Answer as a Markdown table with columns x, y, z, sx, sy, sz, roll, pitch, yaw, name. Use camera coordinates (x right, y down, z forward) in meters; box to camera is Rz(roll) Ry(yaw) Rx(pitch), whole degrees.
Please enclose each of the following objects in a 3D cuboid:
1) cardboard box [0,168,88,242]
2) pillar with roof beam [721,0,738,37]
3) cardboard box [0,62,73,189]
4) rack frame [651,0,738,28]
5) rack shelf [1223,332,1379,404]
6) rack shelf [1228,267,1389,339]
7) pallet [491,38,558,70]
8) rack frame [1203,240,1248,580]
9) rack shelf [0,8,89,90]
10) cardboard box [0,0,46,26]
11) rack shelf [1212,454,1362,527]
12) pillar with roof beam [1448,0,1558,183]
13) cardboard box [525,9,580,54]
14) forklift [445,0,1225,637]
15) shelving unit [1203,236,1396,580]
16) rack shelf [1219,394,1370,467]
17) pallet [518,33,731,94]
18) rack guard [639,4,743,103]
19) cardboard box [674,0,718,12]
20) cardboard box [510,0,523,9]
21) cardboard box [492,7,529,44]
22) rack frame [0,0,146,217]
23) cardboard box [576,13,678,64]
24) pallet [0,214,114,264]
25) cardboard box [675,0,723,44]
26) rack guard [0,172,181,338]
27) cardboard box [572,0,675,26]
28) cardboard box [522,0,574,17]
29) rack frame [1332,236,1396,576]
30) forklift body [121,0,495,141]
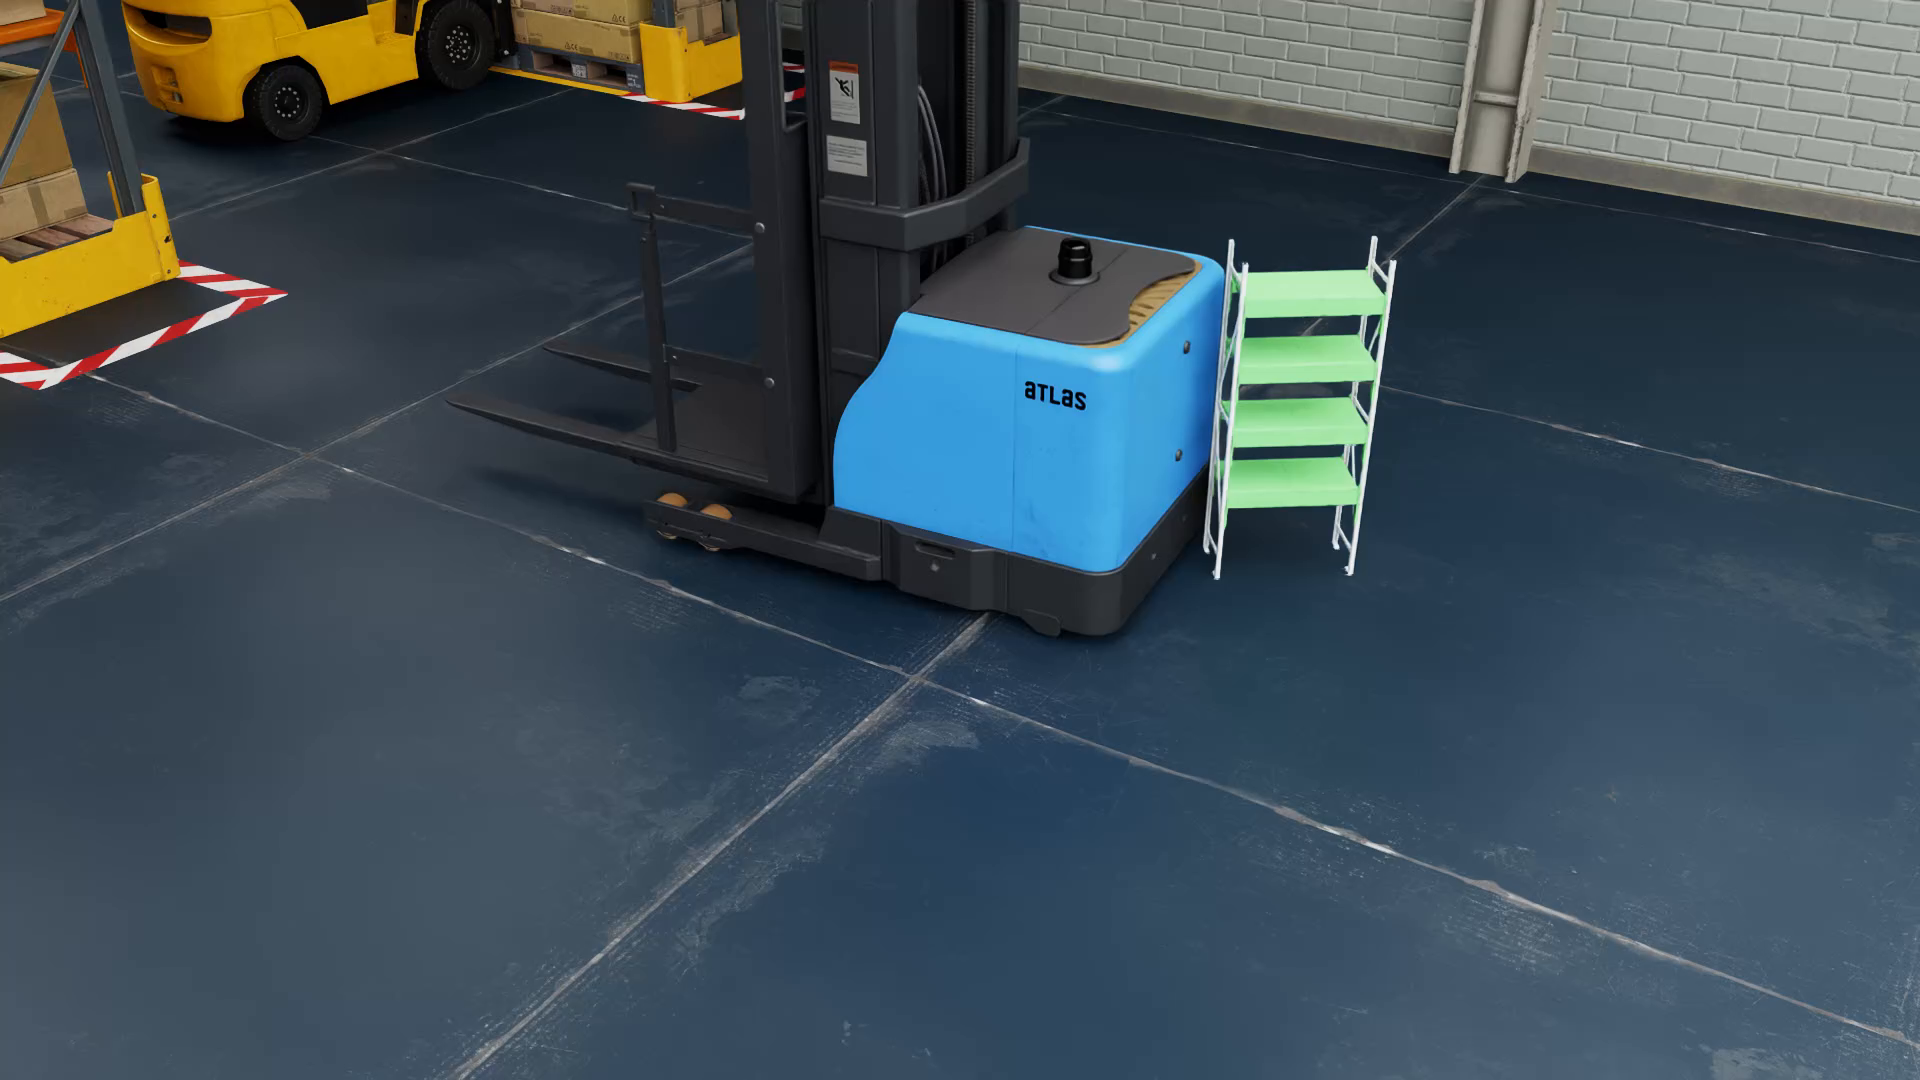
| x | y | z | sx | sy | sz | roll | pitch | yaw | name |
| --- | --- | --- | --- | --- | --- | --- | --- | --- | --- |
| -4.937 | -1.782 | 8.639 | 0.500 | 0.250 | 0.500 | 17 | 34 | 27 | cardboard box |
| -4.164 | -5.899 | 7.431 | 0.400 | 9.000 | 9.100 | 18 | 35 | 27 | pillar with roof beam |
| -4.957 | -2.112 | 8.461 | 0.500 | 0.500 | 0.500 | 16 | 34 | 26 | cardboard box |
| -1.765 | -4.573 | 11.113 | 0.127 | 3.000 | 1.000 | 18 | 35 | 27 | rack frame |
| 1.165 | -0.594 | 5.727 | 0.480 | 0.148 | 0.258 | -2 | 30 | -3 | rack shelf |
| 1.165 | -0.801 | 5.606 | 0.480 | 0.148 | 0.258 | -2 | 30 | -3 | rack shelf |
| -3.464 | -3.883 | 12.697 | 1.213 | 0.211 | 1.003 | 18 | 35 | 27 | pallet |
| 0.921 | -0.434 | 5.803 | 0.015 | 1.200 | 0.240 | -2 | 30 | -3 | rack frame |
| -6.095 | -2.679 | 8.579 | 4.000 | 0.370 | 1.077 | 18 | 35 | 27 | rack shelf |
| -4.578 | -2.525 | 7.850 | 0.250 | 0.149 | 0.380 | 18 | 35 | 28 | cardboard box |
| 1.165 | -0.179 | 5.969 | 0.480 | 0.148 | 0.258 | -2 | 30 | -3 | rack shelf |
| 0.918 | -4.291 | 4.675 | 0.400 | 9.000 | 9.100 | 18 | 35 | 27 | pillar with roof beam |
| -2.747 | -3.695 | 11.920 | 0.500 | 0.250 | 0.500 | 18 | 35 | 27 | cardboard box |
| -0.609 | -1.449 | 5.825 | 3.031 | 2.935 | 1.130 | 15 | 33 | 23 | forklift |
| 1.165 | -0.441 | 5.816 | 0.503 | 1.200 | 0.258 | -2 | 30 | -3 | shelving unit |
| 1.165 | -0.386 | 5.848 | 0.480 | 0.148 | 0.258 | -2 | 30 | -3 | rack shelf |
| -2.435 | -3.556 | 12.136 | 1.213 | 0.211 | 1.003 | 18 | 35 | 27 | pallet |
| -1.745 | -3.487 | 11.731 | 0.348 | 0.500 | 1.175 | 18 | 35 | 27 | rack guard |
| -2.053 | -3.998 | 11.942 | 0.500 | 0.250 | 0.500 | 18 | 35 | 28 | cardboard box |
| -3.211 | -4.048 | 12.028 | 0.500 | 0.250 | 0.500 | 17 | 34 | 26 | cardboard box |
| -3.166 | -3.833 | 12.156 | 0.500 | 0.250 | 0.500 | 18 | 35 | 28 | cardboard box |
| -4.401 | -2.454 | 7.480 | 0.127 | 3.000 | 1.000 | 18 | 35 | 27 | rack frame |
| -2.331 | -3.558 | 11.684 | 0.500 | 0.250 | 0.500 | 18 | 35 | 28 | cardboard box |
| -5.134 | -1.503 | 8.616 | 1.213 | 0.211 | 1.003 | 18 | 35 | 27 | pallet |
| -2.077 | -3.782 | 12.068 | 0.500 | 0.250 | 0.500 | 18 | 35 | 28 | cardboard box |
| -4.465 | -1.395 | 8.144 | 0.348 | 0.500 | 1.175 | 18 | 35 | 27 | rack guard |
| -2.343 | -3.780 | 11.568 | 0.500 | 0.250 | 0.500 | 17 | 34 | 27 | cardboard box |
| -2.763 | -3.919 | 11.807 | 0.500 | 0.250 | 0.500 | 17 | 34 | 27 | cardboard box |
| 1.408 | -0.449 | 5.829 | 0.015 | 1.200 | 0.240 | -2 | 30 | -3 | rack frame |
| -4.341 | -3.936 | 10.863 | 1.214 | 2.155 | 2.313 | 18 | 35 | 27 | forklift body |
